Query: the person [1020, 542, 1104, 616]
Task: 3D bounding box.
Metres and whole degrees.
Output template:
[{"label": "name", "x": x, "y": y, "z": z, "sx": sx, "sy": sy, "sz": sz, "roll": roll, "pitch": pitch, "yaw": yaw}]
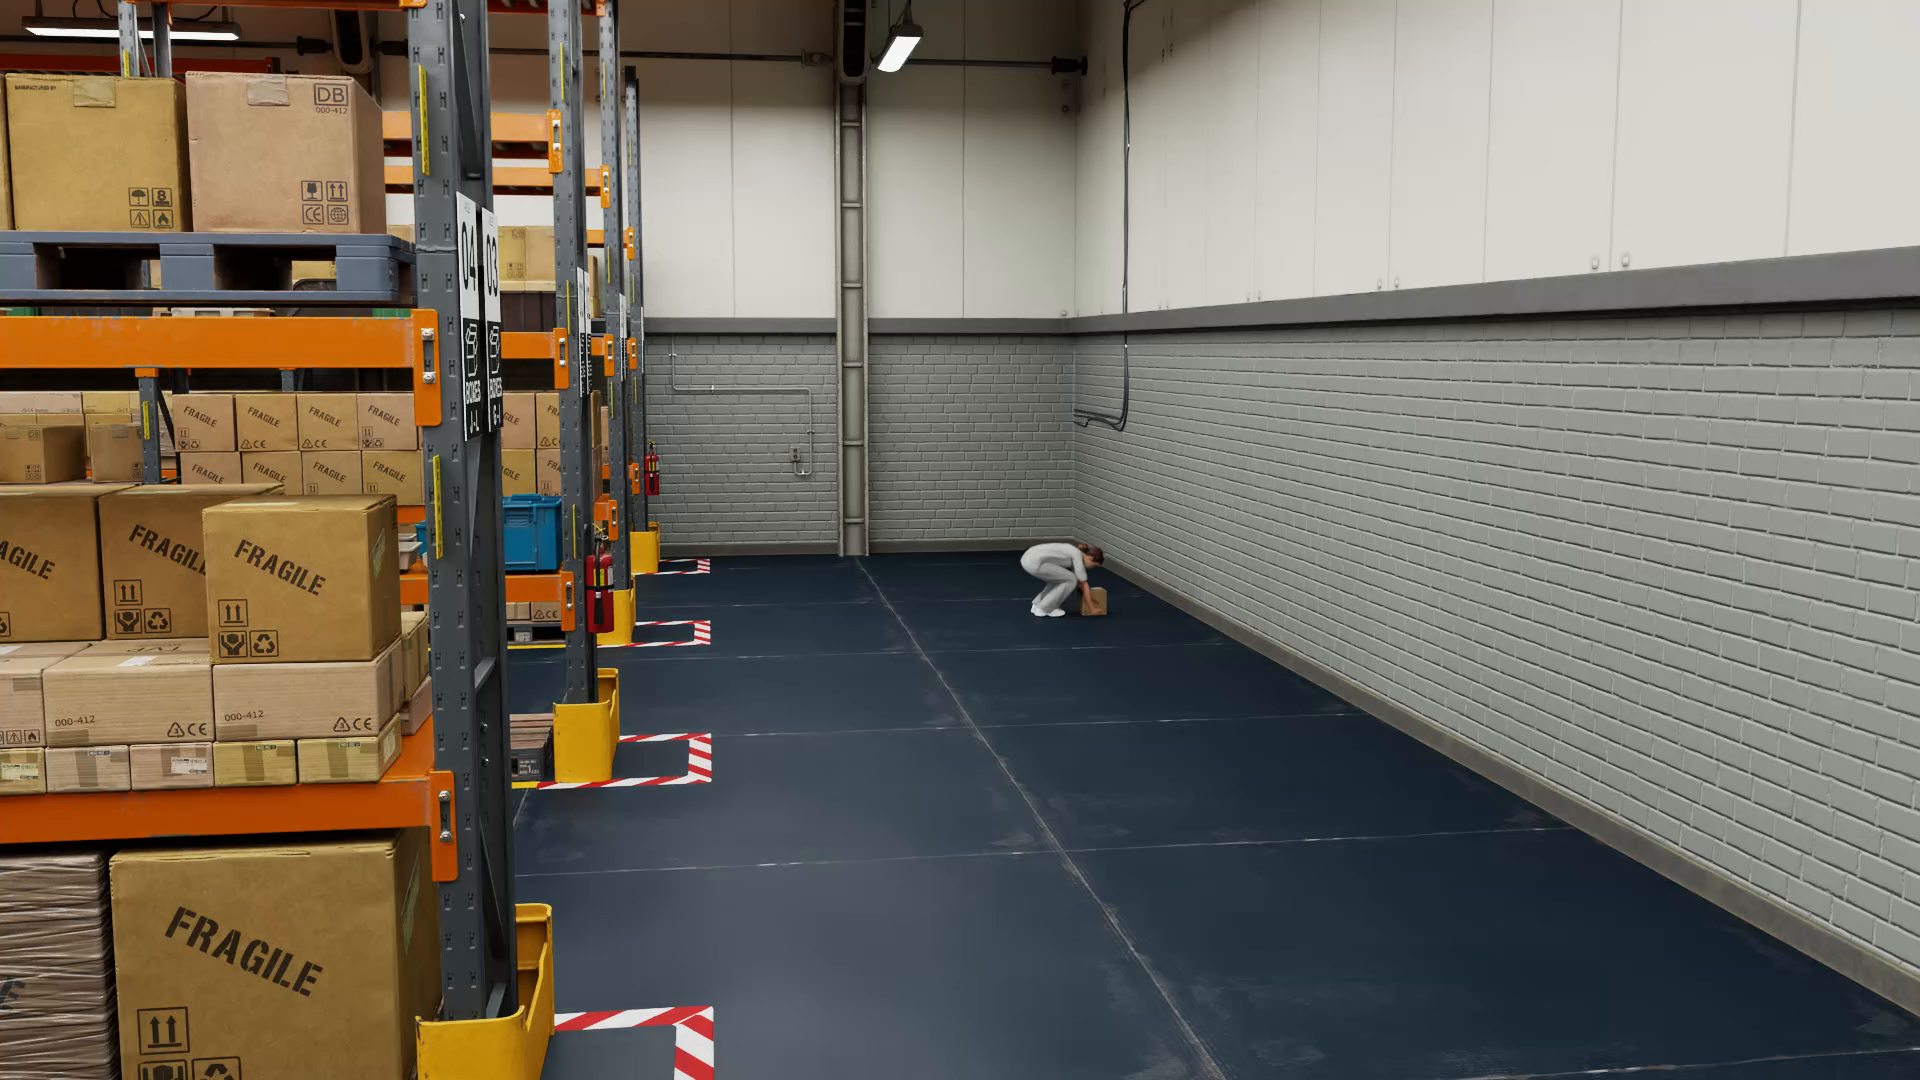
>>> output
[{"label": "person", "x": 1.050, "y": 0.404, "z": 16.986, "sx": 0.867, "sy": 0.747, "sz": 0.460, "roll": -1, "pitch": 7, "yaw": -10}]
